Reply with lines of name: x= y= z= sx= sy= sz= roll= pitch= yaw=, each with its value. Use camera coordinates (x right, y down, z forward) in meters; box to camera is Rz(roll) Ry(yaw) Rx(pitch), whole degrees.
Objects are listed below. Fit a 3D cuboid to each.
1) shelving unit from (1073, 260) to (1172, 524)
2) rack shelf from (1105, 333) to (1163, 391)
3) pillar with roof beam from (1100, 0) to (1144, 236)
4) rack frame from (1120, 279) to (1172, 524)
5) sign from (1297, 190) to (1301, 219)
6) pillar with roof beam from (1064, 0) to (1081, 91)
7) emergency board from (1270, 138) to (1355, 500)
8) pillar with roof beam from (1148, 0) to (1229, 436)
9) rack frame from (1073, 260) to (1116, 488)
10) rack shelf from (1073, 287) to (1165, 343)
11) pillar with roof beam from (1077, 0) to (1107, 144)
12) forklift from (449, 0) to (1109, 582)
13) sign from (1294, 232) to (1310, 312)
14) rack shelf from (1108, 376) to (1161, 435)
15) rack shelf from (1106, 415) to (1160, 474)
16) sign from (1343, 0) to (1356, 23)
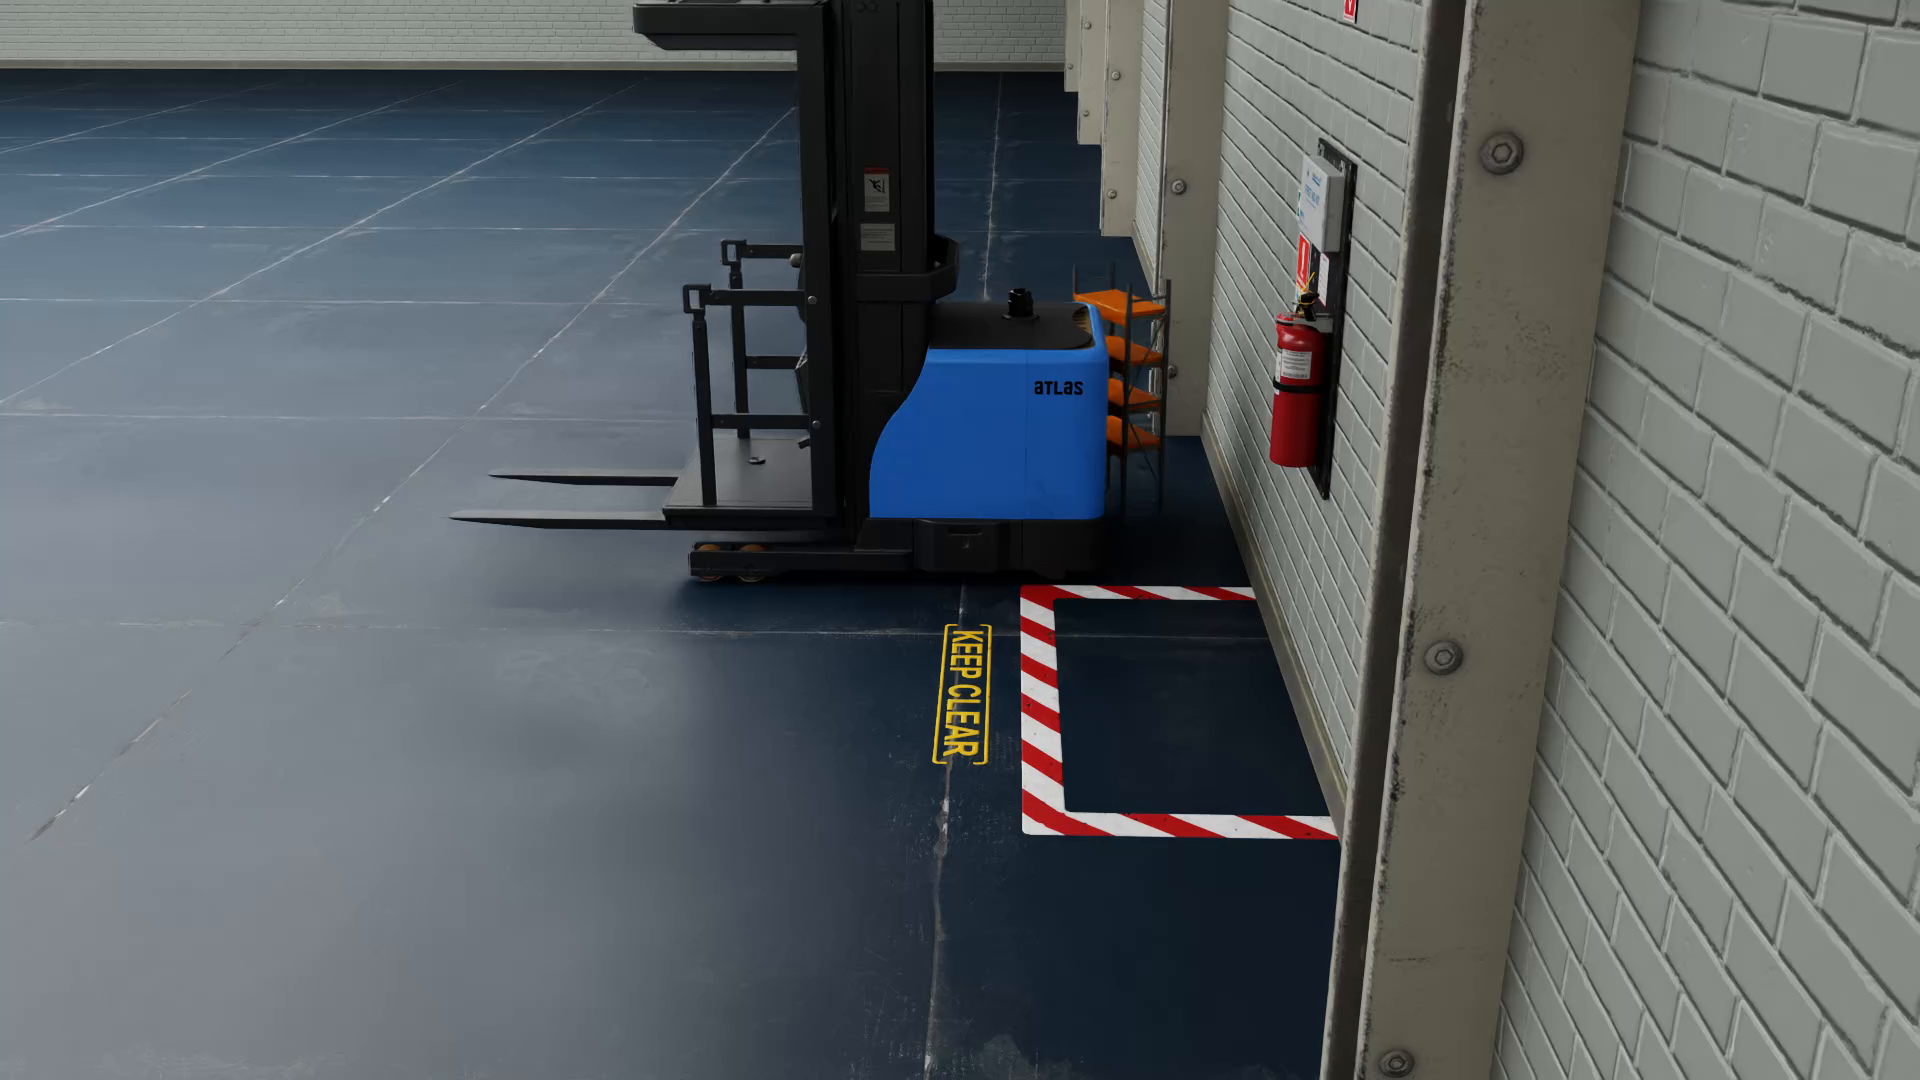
shelving unit: x=0.786 y=-0.739 z=8.272 sx=0.258 sy=1.200 sz=0.503 roll=-11 pitch=24 yaw=-25
rack shelf: x=0.785 y=-0.884 z=8.215 sx=0.258 sy=0.148 sz=0.480 roll=-11 pitch=24 yaw=-25
pillar with roof beam: x=-2.849 y=-7.085 z=13.850 sx=9.100 sy=9.000 sz=0.400 roll=1 pitch=21 yaw=2
rack frame: x=0.898 y=-0.660 z=8.070 sx=0.240 sy=1.200 sz=0.015 roll=-11 pitch=24 yaw=-25
sign: x=1.313 y=-1.256 z=6.338 sx=0.001 sy=0.109 sz=0.331 roll=1 pitch=21 yaw=2
pillar with roof beam: x=-2.484 y=-11.424 z=25.032 sx=9.100 sy=9.000 sz=0.400 roll=1 pitch=21 yaw=2
emergency board: x=1.203 y=-0.795 z=5.932 sx=0.194 sy=1.169 sz=0.643 roll=1 pitch=21 yaw=2
pillar with roof beam: x=-3.031 y=-4.916 z=8.259 sx=9.100 sy=9.000 sz=0.400 roll=1 pitch=21 yaw=2
rack frame: x=0.673 y=-0.817 z=8.474 sx=0.240 sy=1.200 sz=0.015 roll=-11 pitch=24 yaw=-25
rack shelf: x=0.784 y=-1.105 z=8.129 sx=0.258 sy=0.148 sz=0.480 roll=-11 pitch=24 yaw=-25
pillar with roof beam: x=-2.666 y=-9.255 z=19.441 sx=9.100 sy=9.000 sz=0.400 roll=1 pitch=21 yaw=2
forklift: x=-0.840 y=-1.366 z=7.497 sx=3.031 sy=2.935 sz=1.130 roll=1 pitch=21 yaw=2
sign: x=1.323 y=-1.011 z=6.438 sx=0.001 sy=0.329 sz=0.234 roll=1 pitch=21 yaw=2
rack shelf: x=0.786 y=-0.676 z=8.296 sx=0.258 sy=0.148 sz=0.480 roll=-11 pitch=24 yaw=-25
rack shelf: x=0.787 y=-0.491 z=8.369 sx=0.258 sy=0.148 sz=0.480 roll=-11 pitch=24 yaw=-25
sign: x=1.302 y=-1.878 z=5.518 sx=0.001 sy=0.298 sz=0.199 roll=1 pitch=21 yaw=2
